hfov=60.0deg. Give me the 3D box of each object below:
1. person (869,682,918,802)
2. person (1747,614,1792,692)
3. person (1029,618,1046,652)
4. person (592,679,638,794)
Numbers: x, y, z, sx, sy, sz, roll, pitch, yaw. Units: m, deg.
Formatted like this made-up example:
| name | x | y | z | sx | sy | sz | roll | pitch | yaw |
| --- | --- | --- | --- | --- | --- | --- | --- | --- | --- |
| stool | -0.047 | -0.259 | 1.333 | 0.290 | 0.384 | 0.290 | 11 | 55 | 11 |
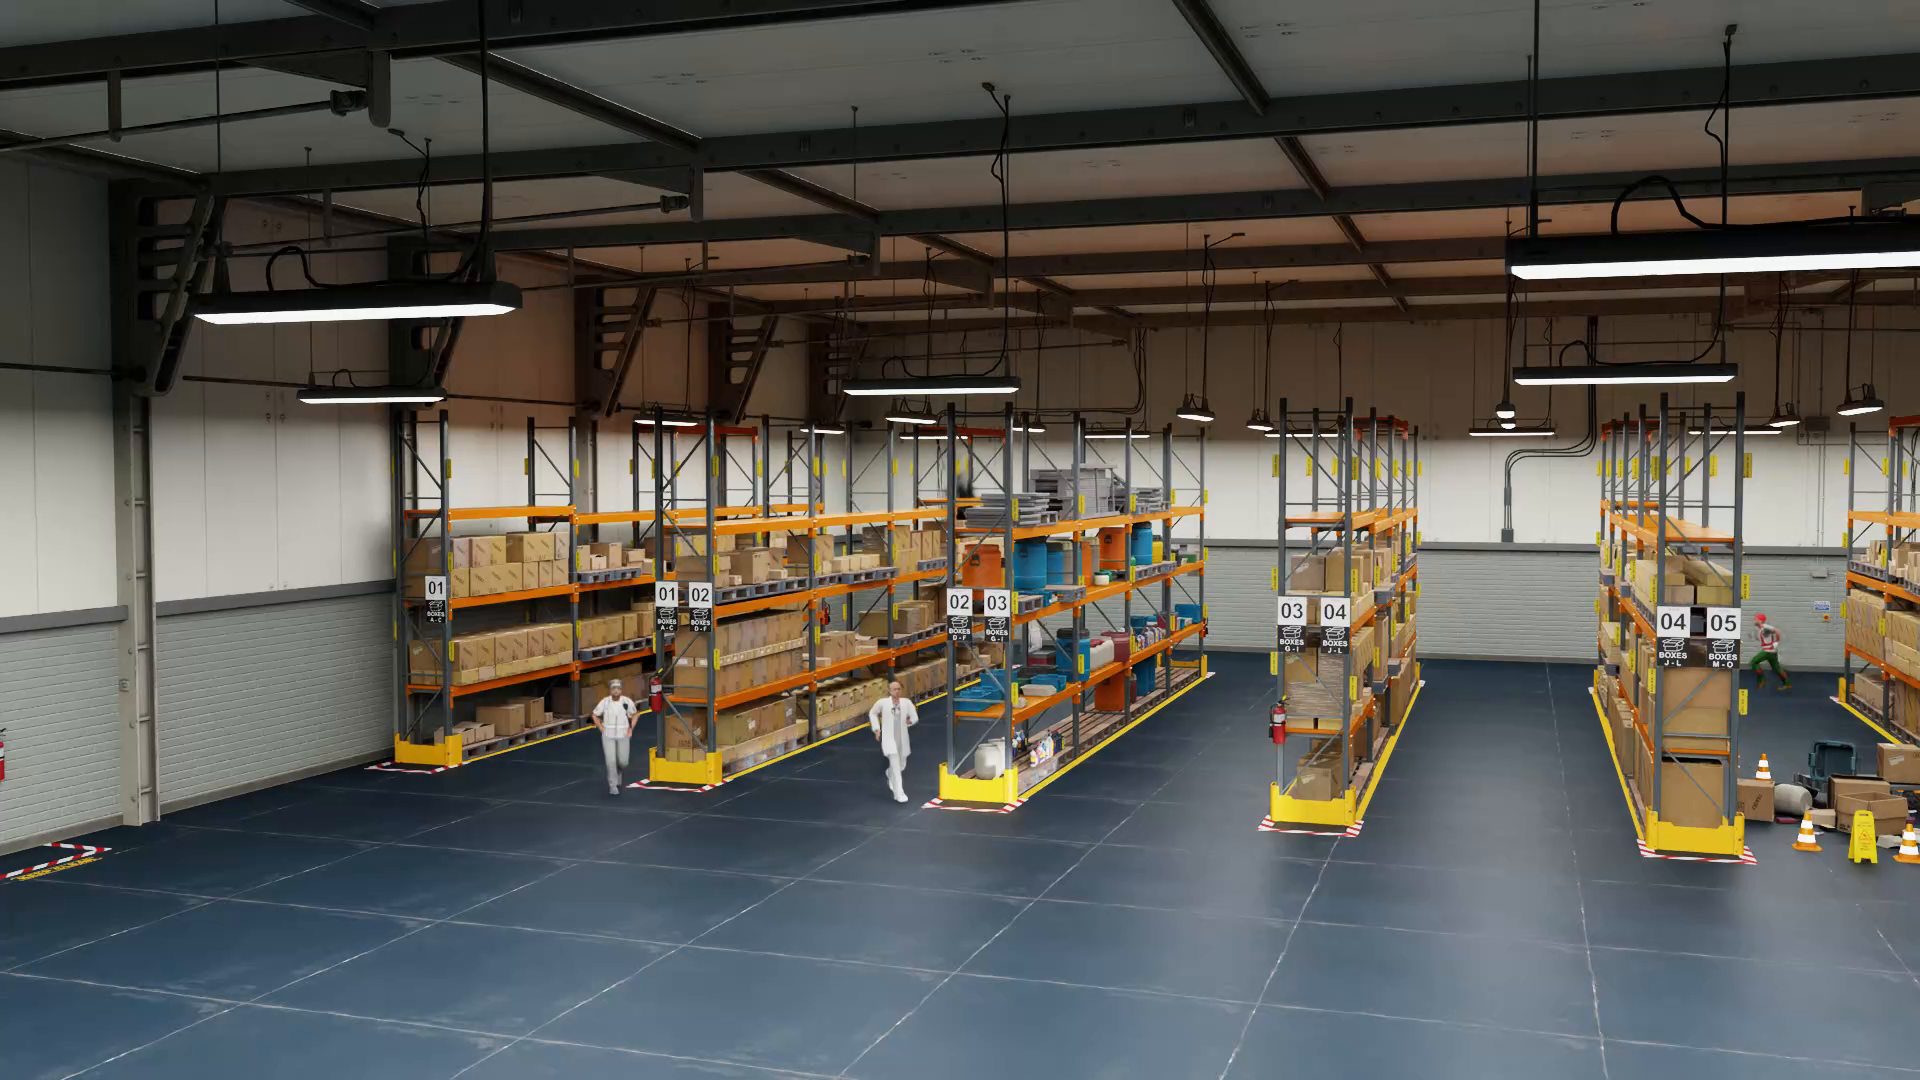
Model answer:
| name | x | y | z | sx | sy | sz | roll | pitch | yaw |
| --- | --- | --- | --- | --- | --- | --- | --- | --- | --- |
| person | -0.990 | 3.016 | 25.152 | 0.707 | 1.758 | 1.004 | -1 | 3 | -21 |
| person | 18.120 | 2.530 | 37.215 | 0.943 | 1.752 | 0.646 | 1 | 3 | 28 |
| person | 1.871 | 2.318 | 42.179 | 0.504 | 1.757 | 0.726 | 2 | 3 | 40 |
| person | -5.349 | 3.035 | 25.792 | 0.705 | 1.764 | 0.595 | -1 | 3 | -13 |
